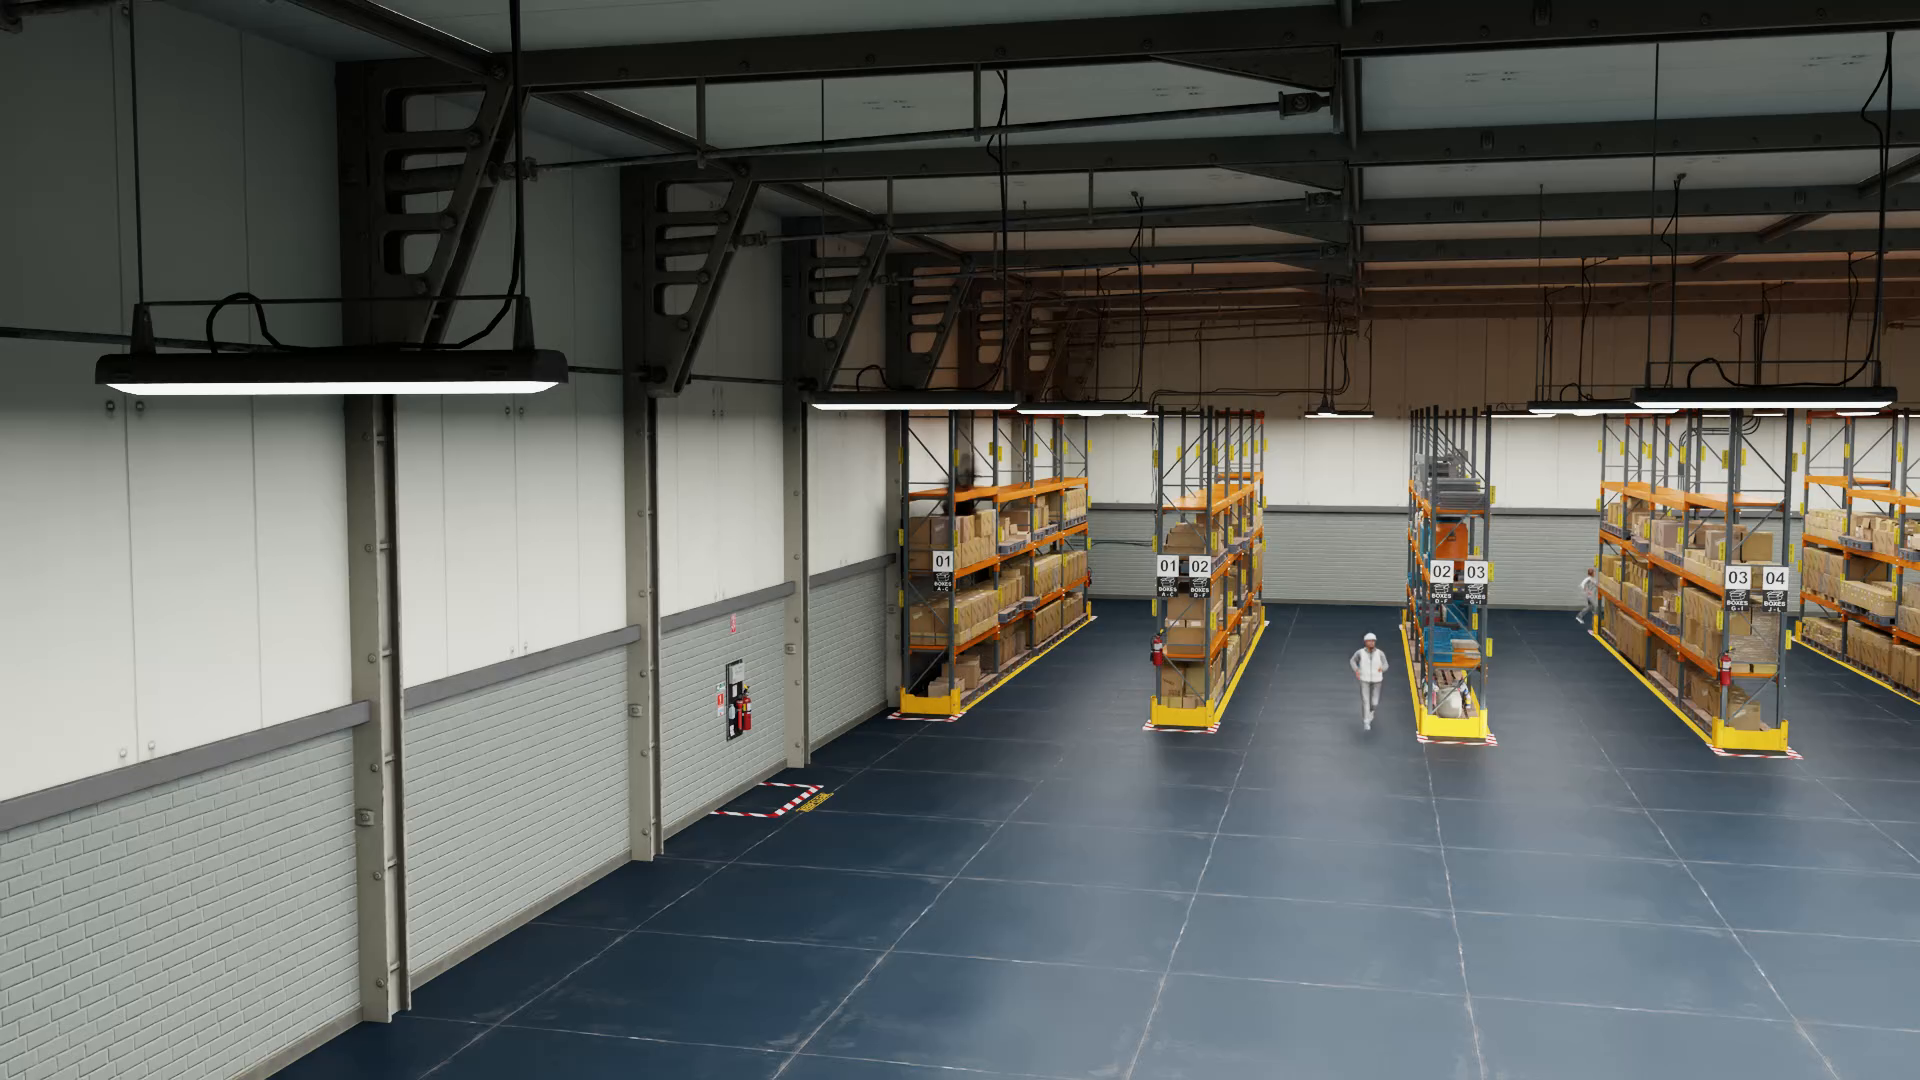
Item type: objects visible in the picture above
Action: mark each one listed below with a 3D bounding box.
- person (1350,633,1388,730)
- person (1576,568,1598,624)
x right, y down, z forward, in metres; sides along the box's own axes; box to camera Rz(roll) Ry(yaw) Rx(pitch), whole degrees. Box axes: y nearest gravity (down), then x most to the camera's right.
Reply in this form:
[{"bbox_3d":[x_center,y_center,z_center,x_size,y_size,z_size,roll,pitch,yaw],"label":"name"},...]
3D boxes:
[{"bbox_3d":[7.612,2.607,30.901,0.687,1.746,0.920,0,4,6],"label":"person"},{"bbox_3d":[17.538,1.586,46.235,0.781,1.609,0.532,3,5,33],"label":"person"}]
